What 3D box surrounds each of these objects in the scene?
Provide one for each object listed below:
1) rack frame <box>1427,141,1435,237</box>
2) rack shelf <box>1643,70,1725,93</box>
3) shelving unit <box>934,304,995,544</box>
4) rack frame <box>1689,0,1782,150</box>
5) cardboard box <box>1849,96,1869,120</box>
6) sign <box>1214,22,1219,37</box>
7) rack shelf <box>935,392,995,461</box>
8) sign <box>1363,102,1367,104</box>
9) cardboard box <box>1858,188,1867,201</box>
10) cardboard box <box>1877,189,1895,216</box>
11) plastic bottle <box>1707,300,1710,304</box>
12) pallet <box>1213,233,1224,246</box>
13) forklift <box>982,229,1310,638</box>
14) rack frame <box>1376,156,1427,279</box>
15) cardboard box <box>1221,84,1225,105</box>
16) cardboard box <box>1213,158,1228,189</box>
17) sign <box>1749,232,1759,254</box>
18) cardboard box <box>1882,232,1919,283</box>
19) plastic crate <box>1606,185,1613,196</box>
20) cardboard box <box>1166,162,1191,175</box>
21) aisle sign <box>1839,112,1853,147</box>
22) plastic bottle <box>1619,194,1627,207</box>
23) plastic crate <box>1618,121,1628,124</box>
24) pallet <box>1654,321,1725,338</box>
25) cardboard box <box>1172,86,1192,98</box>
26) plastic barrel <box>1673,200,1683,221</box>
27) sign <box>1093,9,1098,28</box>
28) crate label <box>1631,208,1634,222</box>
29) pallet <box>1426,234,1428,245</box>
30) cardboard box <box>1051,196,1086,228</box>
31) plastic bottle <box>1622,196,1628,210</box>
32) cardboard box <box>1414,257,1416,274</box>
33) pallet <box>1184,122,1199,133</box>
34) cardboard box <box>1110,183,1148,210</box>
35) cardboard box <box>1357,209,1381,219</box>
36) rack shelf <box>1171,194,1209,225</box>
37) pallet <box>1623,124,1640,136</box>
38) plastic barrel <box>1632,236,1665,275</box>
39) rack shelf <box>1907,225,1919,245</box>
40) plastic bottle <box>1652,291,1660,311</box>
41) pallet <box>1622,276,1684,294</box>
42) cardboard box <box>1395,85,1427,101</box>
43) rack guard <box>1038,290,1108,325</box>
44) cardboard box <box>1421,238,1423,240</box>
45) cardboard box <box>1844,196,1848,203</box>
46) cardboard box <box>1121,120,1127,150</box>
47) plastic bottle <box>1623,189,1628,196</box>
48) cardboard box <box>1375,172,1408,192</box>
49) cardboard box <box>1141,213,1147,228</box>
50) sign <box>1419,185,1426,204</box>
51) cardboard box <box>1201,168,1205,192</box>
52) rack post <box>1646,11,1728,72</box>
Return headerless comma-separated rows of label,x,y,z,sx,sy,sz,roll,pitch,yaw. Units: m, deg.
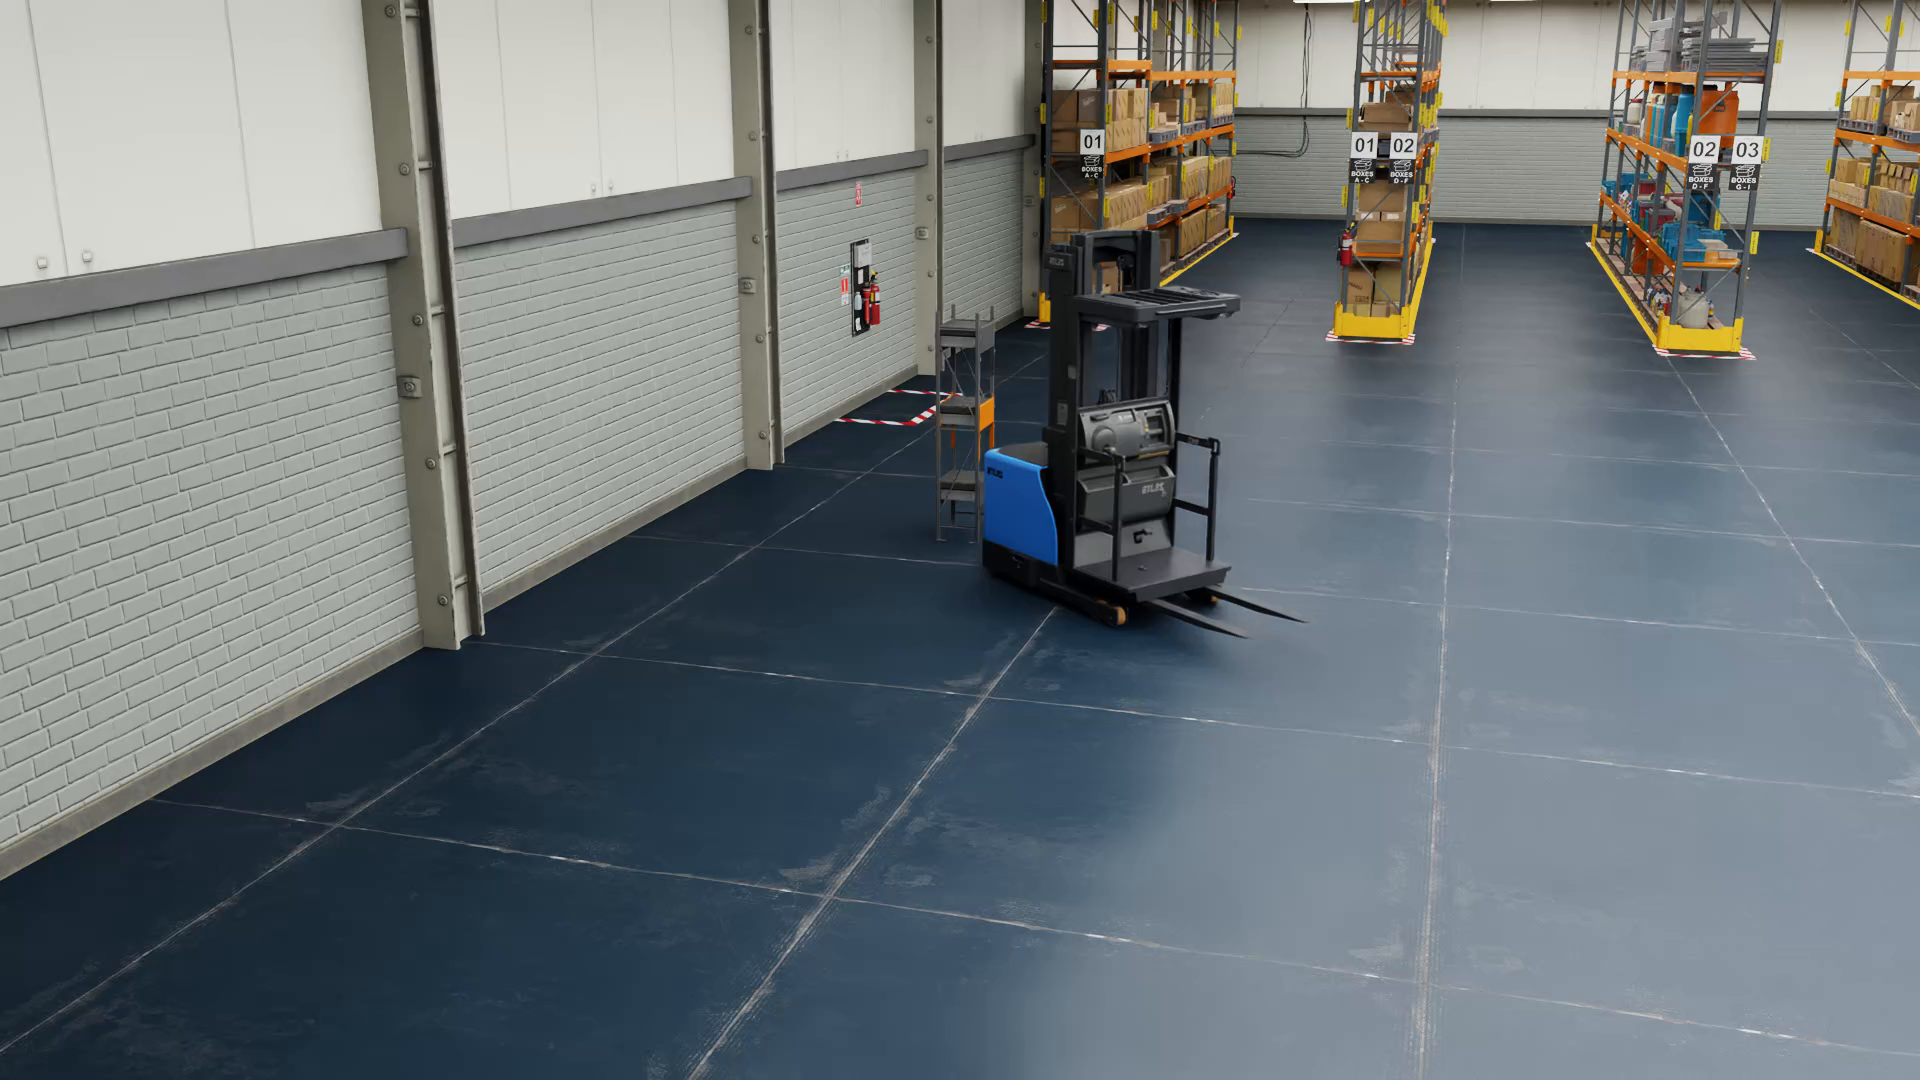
rack frame,11.208,-8.950,41.308,1.000,3.000,0.127,5,16,16
rack shelf,13.114,-8.296,30.060,1.077,0.370,4.000,5,16,16
shelving unit,0.047,-1.053,15.116,0.431,2.100,0.503,5,16,16
rack frame,11.409,-7.265,24.373,1.000,3.000,0.127,5,16,16
cardboard box,20.333,-9.644,37.122,0.700,0.500,0.500,4,16,14
sign,5.844,-11.621,37.875,0.100,0.325,0.005,5,16,16
rack shelf,0.047,-1.040,15.120,0.431,0.518,0.480,5,16,16
sign,7.274,-7.693,29.856,0.100,0.325,0.005,5,16,16
cardboard box,19.442,-7.341,35.365,0.500,0.250,0.500,4,16,15
cardboard box,18.913,-6.819,33.611,0.500,0.500,0.500,4,16,15
plastic bottle,12.320,-3.818,27.407,0.097,0.271,0.097,0,16,0
pallet,5.956,-7.458,41.159,1.003,0.211,1.213,5,16,16
forklift,1.451,-0.884,12.994,1.130,2.935,3.031,-11,19,-34
rack frame,8.934,-6.857,33.929,1.000,3.000,0.127,5,16,16
cardboard box,6.067,-10.698,39.921,0.500,0.500,0.500,5,17,16
cardboard box,6.126,-9.152,41.470,0.980,0.700,0.700,4,16,15
sign,11.935,-4.468,25.000,0.100,0.325,0.005,5,16,16
cardboard box,18.647,-5.447,32.080,1.225,0.875,0.875,4,16,13
plastic crate,15.110,-8.051,38.336,0.416,0.233,0.300,5,16,16
cardboard box,4.712,-8.041,35.965,0.500,0.250,0.500,4,16,15
aisle sign,20.437,-9.474,38.390,0.394,0.787,0.004,5,16,16
plastic bottle,14.218,-7.272,35.617,0.152,0.276,0.135,5,16,16
plastic crate,14.772,-9.144,36.801,0.416,0.233,0.300,5,16,16
pallet,11.621,-3.273,26.403,1.003,0.211,1.213,5,16,16
cardboard box,4.945,-10.130,37.608,0.500,0.250,0.500,6,17,20
plastic barrel,13.236,-5.916,30.362,0.433,0.535,0.433,0,16,0
sign,2.513,-9.647,30.769,0.100,0.325,0.005,5,16,16
crate label,13.203,-6.310,32.308,0.303,0.233,0.416,5,16,16
pallet,10.960,-7.380,40.883,1.003,0.211,1.213,5,16,16
cardboard box,1.840,-5.585,28.309,0.500,0.500,0.500,4,16,15
plastic bottle,13.993,-7.064,34.887,0.152,0.276,0.135,5,16,16
cardboard box,8.301,-5.179,31.254,0.500,0.311,0.500,4,16,15
pallet,4.631,-9.058,36.537,1.003,0.211,1.213,5,17,18
cardboard box,3.224,-6.584,31.976,0.700,0.500,0.500,5,16,16
cardboard box,6.660,-5.308,27.094,0.380,0.149,0.250,5,17,17
rack shelf,4.752,-7.417,37.222,1.077,0.370,4.000,5,16,16
pallet,14.690,-8.658,35.127,1.213,0.211,1.003,5,16,16
plastic barrel,13.805,-5.759,33.266,0.600,0.830,0.708,5,16,16
rack shelf,17.863,-5.219,29.470,1.077,0.370,4.000,5,16,16
plastic bottle,11.744,-4.023,27.986,0.144,0.351,0.185,4,16,15
pallet,13.425,-4.931,32.248,1.003,0.211,1.213,5,16,16
cardboard box,10.172,-10.006,37.518,0.700,0.500,0.500,5,16,16
rack guard,1.932,-3.965,28.312,1.175,0.500,0.348,5,16,16
cardboard box,9.481,-6.101,35.036,0.500,0.500,0.500,4,16,14
cardboard box,19.778,-7.522,36.731,0.380,0.149,0.250,5,17,17
cardboard box,2.575,-6.990,28.681,0.500,0.500,0.500,5,17,18
plastic bottle,14.397,-7.417,35.994,0.144,0.351,0.185,5,16,16
cardboard box,7.250,-5.972,28.249,0.700,0.500,0.500,5,16,16
cardboard box,3.203,-5.984,31.088,0.500,0.250,0.500,5,16,16
sign,8.330,-6.223,29.960,0.100,0.325,0.005,5,16,16
cardboard box,5.295,-8.213,37.944,0.500,0.500,0.500,5,17,16
rack post,13.023,-8.930,29.875,1.013,1.000,3.121,5,16,16
